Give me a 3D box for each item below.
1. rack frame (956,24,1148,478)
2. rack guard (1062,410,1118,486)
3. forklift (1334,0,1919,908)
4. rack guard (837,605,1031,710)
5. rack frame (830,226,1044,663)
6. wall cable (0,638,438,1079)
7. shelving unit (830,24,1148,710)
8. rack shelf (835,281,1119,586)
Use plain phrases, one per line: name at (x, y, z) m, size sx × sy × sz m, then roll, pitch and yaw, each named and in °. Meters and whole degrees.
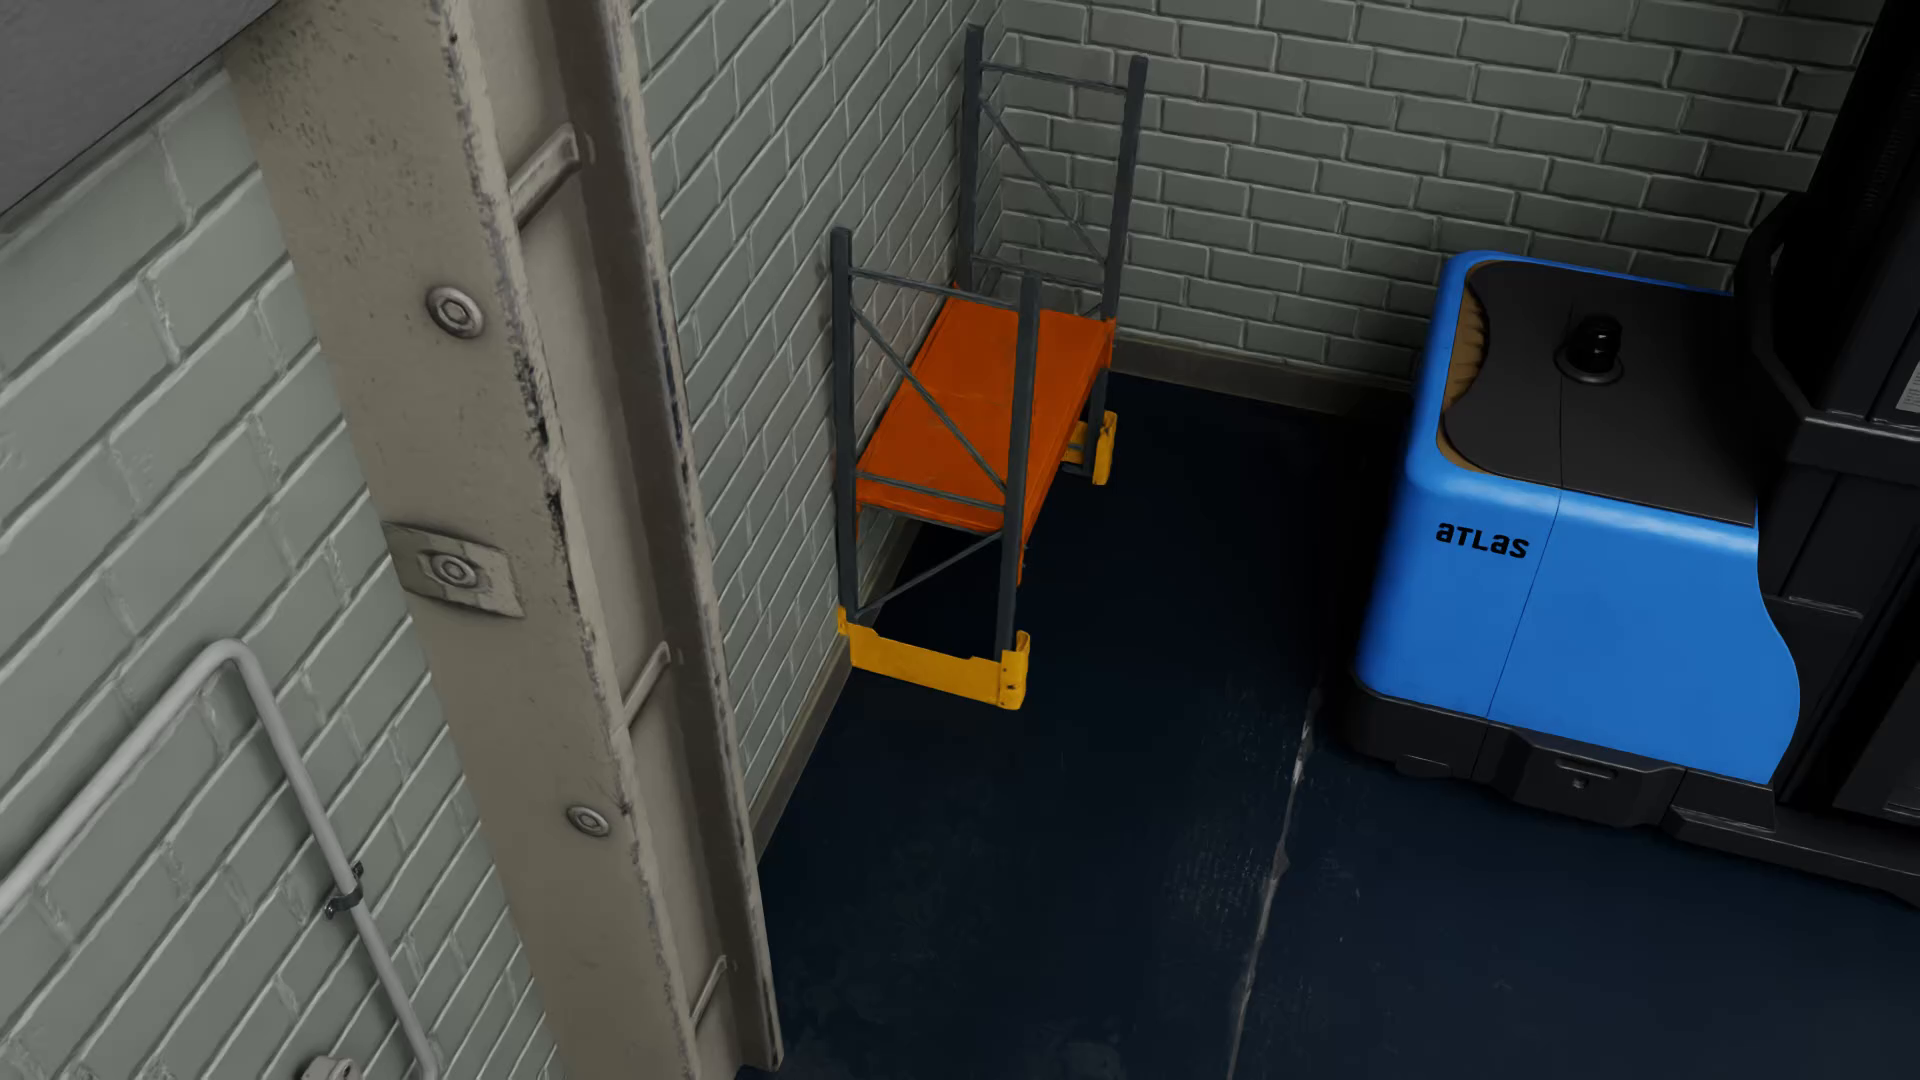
rack frame at (0.232, -0.800, 4.980) m, size 0.500 × 1.500 × 0.032 m, roll 14°, pitch 46°, yaw 11°
rack guard at (0.211, -0.359, 5.422) m, size 0.587 × 0.250 × 0.087 m, roll 14°, pitch 46°, yaw 11°
forklift at (2.616, -0.450, 3.615) m, size 3.031 × 2.935 × 1.130 m, roll 13°, pitch 46°, yaw 13°
rack guard at (-0.095, 0.306, 4.746) m, size 0.587 × 0.250 × 0.087 m, roll 14°, pitch 46°, yaw 11°
rack frame at (-0.080, -0.122, 4.290) m, size 0.500 × 1.500 × 0.032 m, roll 14°, pitch 46°, yaw 11°
wall cable at (-1.133, 0.823, 1.538) m, size 0.084 × 1.984 × 1.851 m, roll 13°, pitch 46°, yaw 13°
shelving unit at (0.079, -0.467, 4.641) m, size 0.587 × 1.500 × 1.083 m, roll 14°, pitch 46°, yaw 11°
rack shelf at (0.070, -0.335, 4.763) m, size 0.538 × 0.185 × 1.000 m, roll 14°, pitch 46°, yaw 11°
